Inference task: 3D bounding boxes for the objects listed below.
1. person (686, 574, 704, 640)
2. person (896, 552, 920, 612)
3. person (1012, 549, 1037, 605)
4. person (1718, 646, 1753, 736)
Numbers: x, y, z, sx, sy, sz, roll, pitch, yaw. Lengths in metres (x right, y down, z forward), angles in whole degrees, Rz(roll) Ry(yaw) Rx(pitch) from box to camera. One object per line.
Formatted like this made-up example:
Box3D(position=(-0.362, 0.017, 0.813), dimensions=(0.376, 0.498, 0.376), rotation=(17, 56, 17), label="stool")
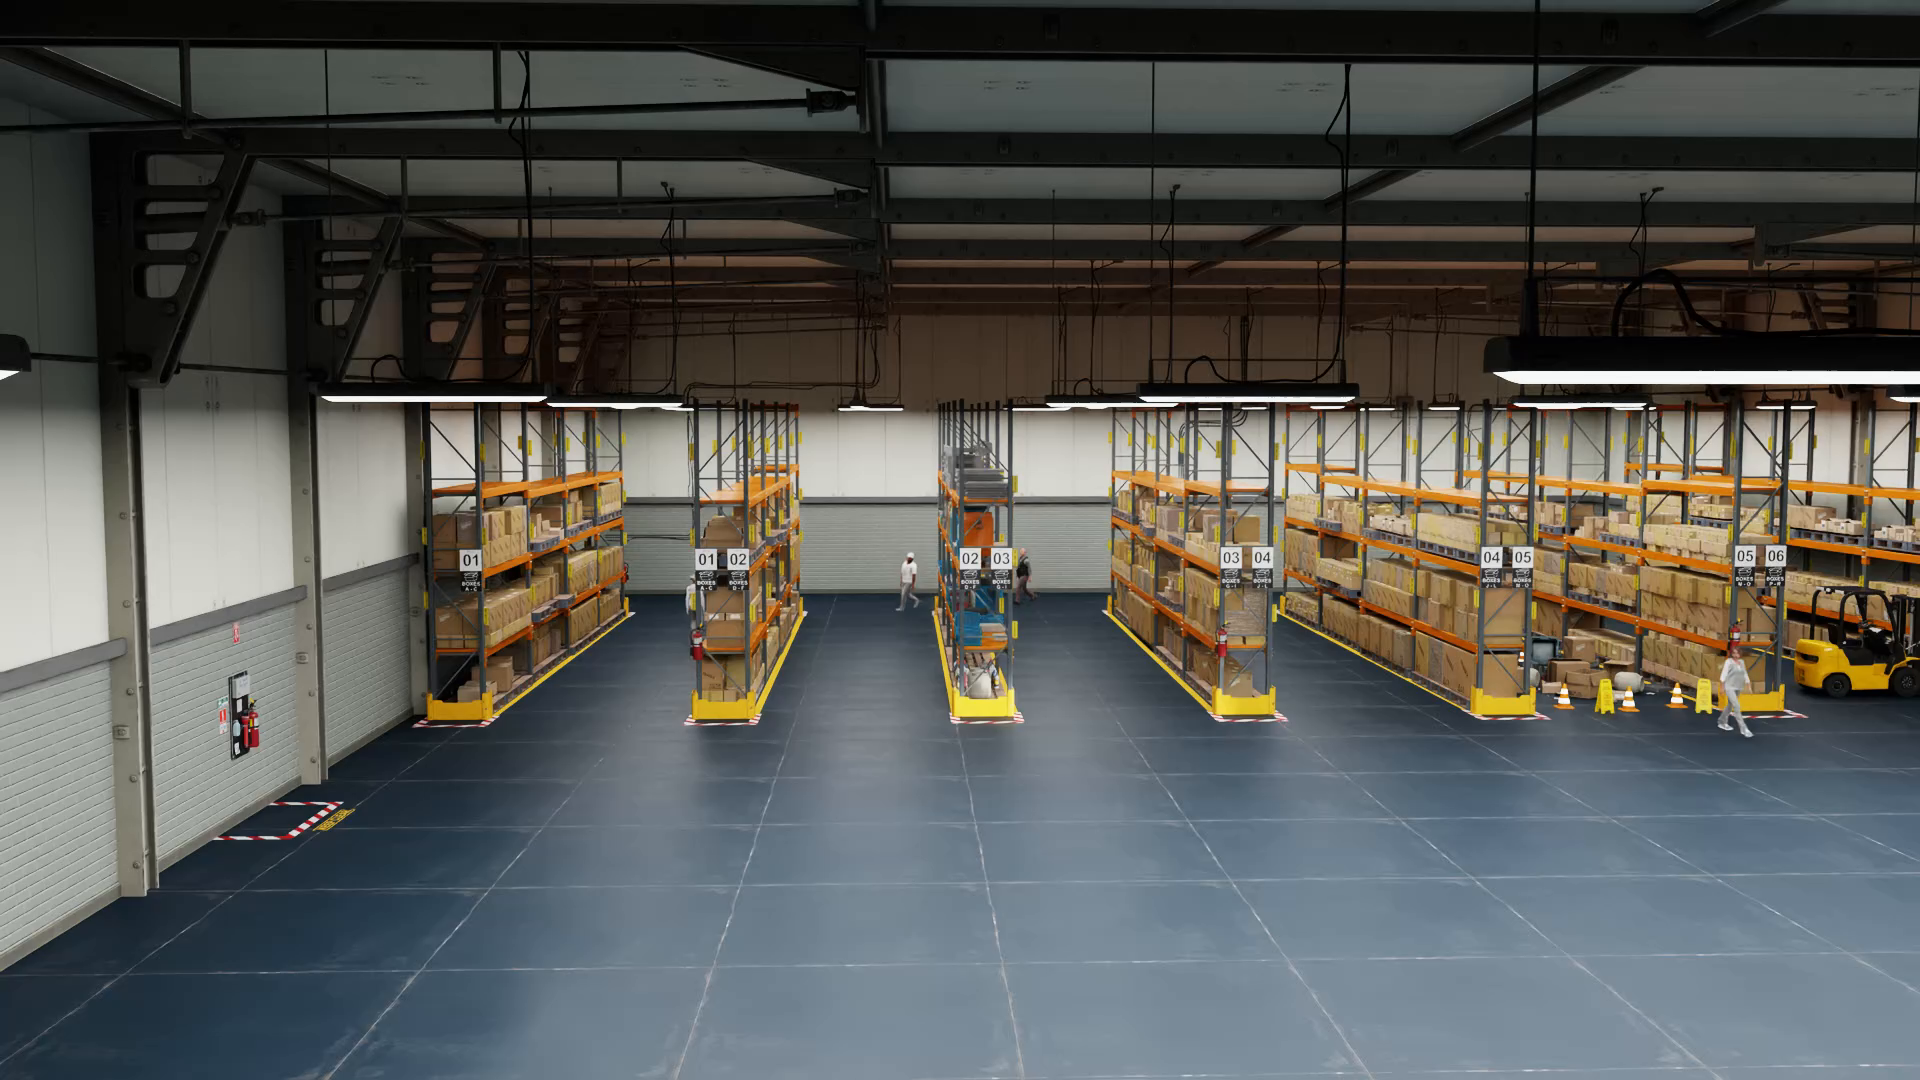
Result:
Box3D(position=(-6.691, 1.706, 41.928), dimensions=(0.521, 1.680, 0.485), rotation=(2, 5, 23), label="person")
Box3D(position=(-1.445, 1.221, 48.072), dimensions=(0.858, 1.715, 0.545), rotation=(-3, 5, -31), label="person")
Box3D(position=(1.911, 1.093, 49.847), dimensions=(0.999, 1.684, 0.515), rotation=(-2, 5, -25), label="person")
Box3D(position=(13.857, 2.669, 29.672), dimensions=(0.442, 1.560, 0.851), rotation=(-2, 5, -20), label="person")
